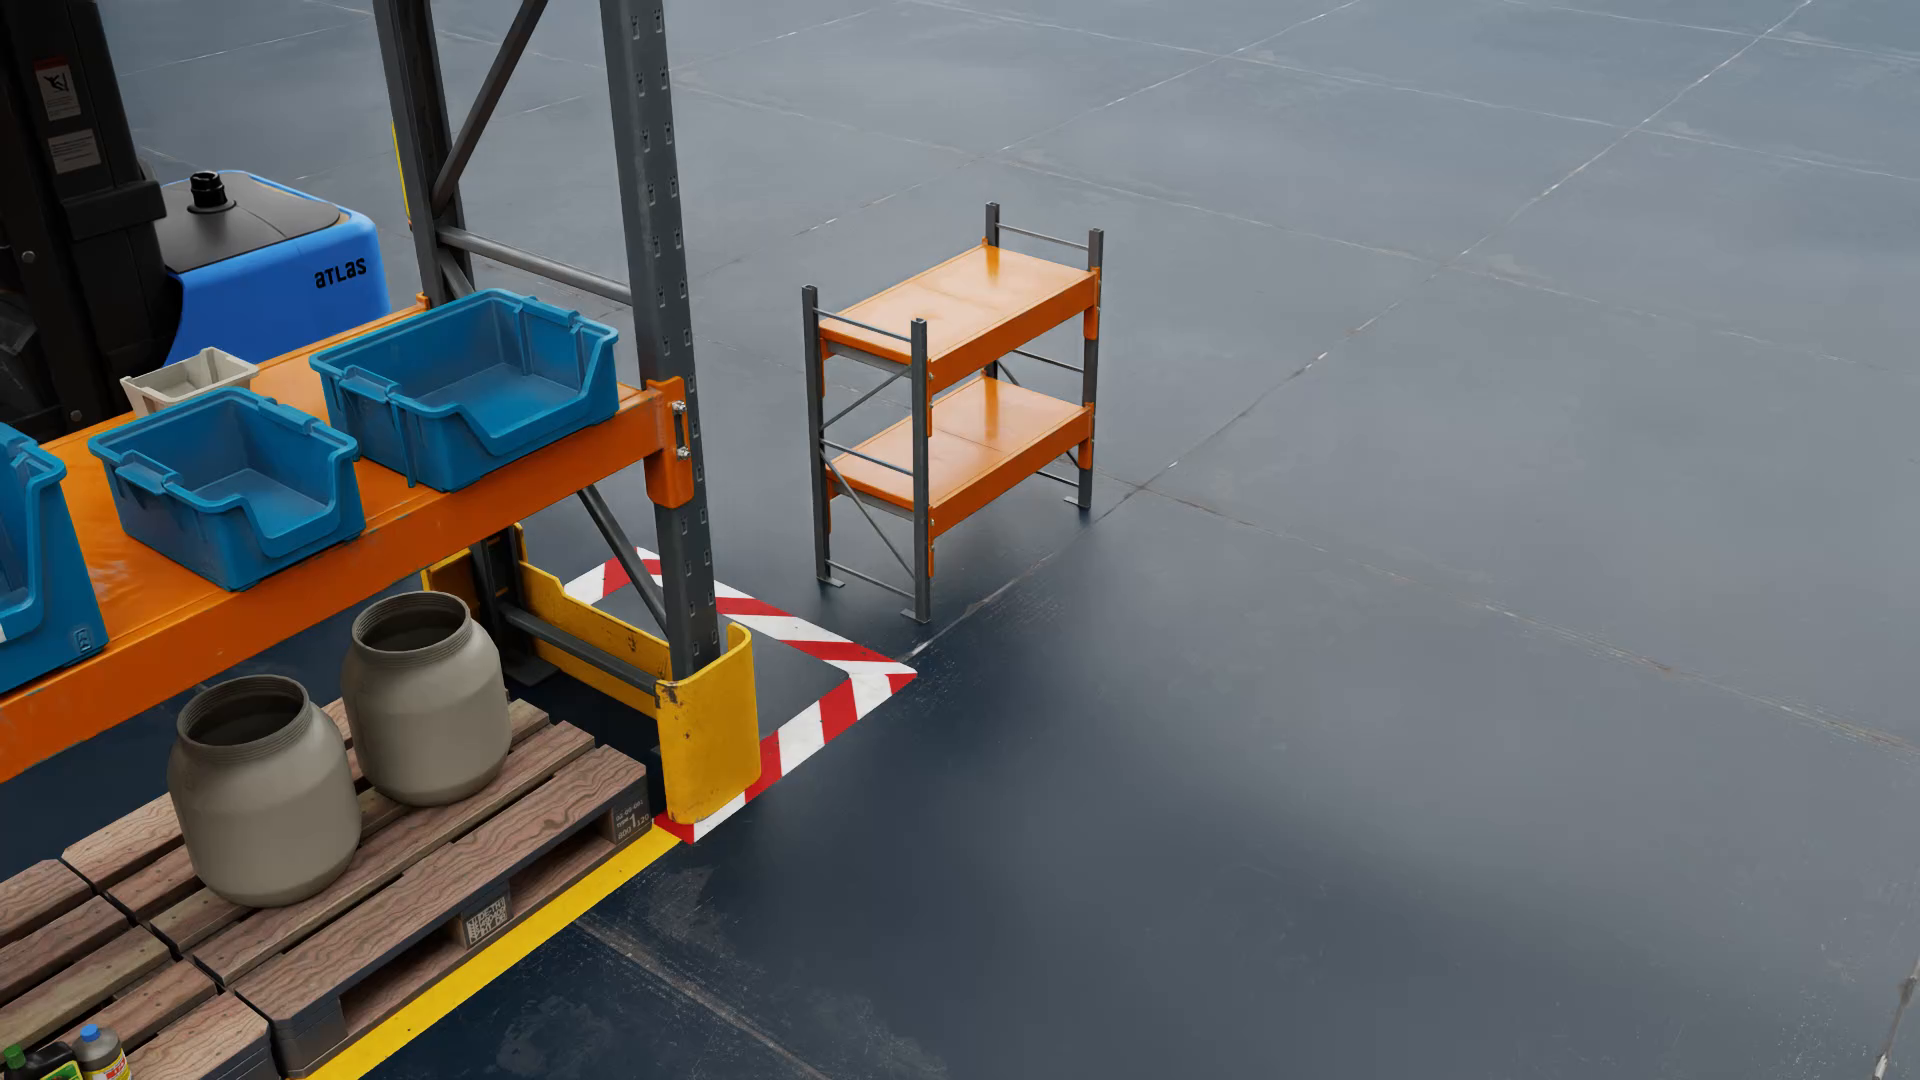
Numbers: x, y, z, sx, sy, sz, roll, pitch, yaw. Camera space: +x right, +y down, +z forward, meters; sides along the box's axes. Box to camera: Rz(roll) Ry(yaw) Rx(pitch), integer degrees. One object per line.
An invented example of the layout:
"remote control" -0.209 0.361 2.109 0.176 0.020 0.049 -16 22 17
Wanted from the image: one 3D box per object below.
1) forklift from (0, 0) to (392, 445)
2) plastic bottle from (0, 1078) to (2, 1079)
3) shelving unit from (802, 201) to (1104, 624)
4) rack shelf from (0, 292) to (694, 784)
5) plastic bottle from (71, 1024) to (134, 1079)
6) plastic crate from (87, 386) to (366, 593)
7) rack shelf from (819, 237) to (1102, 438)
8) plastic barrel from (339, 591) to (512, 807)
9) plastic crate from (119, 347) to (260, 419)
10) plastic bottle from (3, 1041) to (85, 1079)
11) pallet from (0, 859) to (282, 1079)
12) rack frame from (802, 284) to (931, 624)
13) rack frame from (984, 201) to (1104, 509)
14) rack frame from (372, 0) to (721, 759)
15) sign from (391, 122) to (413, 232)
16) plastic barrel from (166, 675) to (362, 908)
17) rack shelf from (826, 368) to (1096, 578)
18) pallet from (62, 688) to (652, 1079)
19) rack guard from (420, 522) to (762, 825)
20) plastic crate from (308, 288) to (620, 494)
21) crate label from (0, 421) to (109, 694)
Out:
"forklift" -3.472 -1.102 5.234 1.130 2.935 3.031 22 37 33
"plastic bottle" -2.072 1.216 3.496 0.152 0.276 0.135 21 37 32
"shelving unit" -0.004 -0.481 5.959 0.538 1.125 1.048 21 37 31
"rack shelf" -2.346 0.381 3.371 1.077 0.370 4.000 21 37 31
"plastic bottle" -1.898 1.154 3.674 0.097 0.201 0.097 0 31 0
"plastic crate" -1.599 -0.120 3.657 0.499 0.251 0.408 21 37 31
"rack shelf" -0.004 -0.733 5.809 0.538 0.278 1.000 21 37 31
"plastic barrel" -1.475 0.439 4.596 0.421 0.512 0.421 0 31 0
"plastic crate" -1.935 -0.364 4.180 0.298 0.136 0.250 21 37 31
"plastic bottle" -1.954 1.172 3.563 0.061 0.283 0.133 22 37 32
"pallet" -2.378 1.325 3.807 1.003 0.211 1.213 21 37 31
"rack frame" -0.311 -0.275 5.610 0.500 1.125 0.032 21 37 31
"rack frame" 0.303 -0.688 6.307 0.500 1.125 0.032 21 37 31
"rack frame" -1.138 -0.742 4.560 1.000 3.000 0.127 21 37 31
"sign" -1.574 -1.032 4.778 0.100 0.325 0.005 21 37 31
"plastic barrel" -1.777 0.642 4.252 0.421 0.512 0.421 0 31 0
"rack shelf" -0.004 -0.271 6.083 0.538 0.278 1.000 21 37 31
"pallet" -1.641 0.832 4.640 1.003 0.211 1.213 21 37 31
"rack guard" -1.147 0.379 5.120 1.175 0.500 0.348 21 37 31
"plastic crate" -1.202 -0.382 4.099 0.499 0.251 0.616 21 37 31
"crate label" -2.034 0.074 3.148 0.502 0.435 0.616 21 37 31
